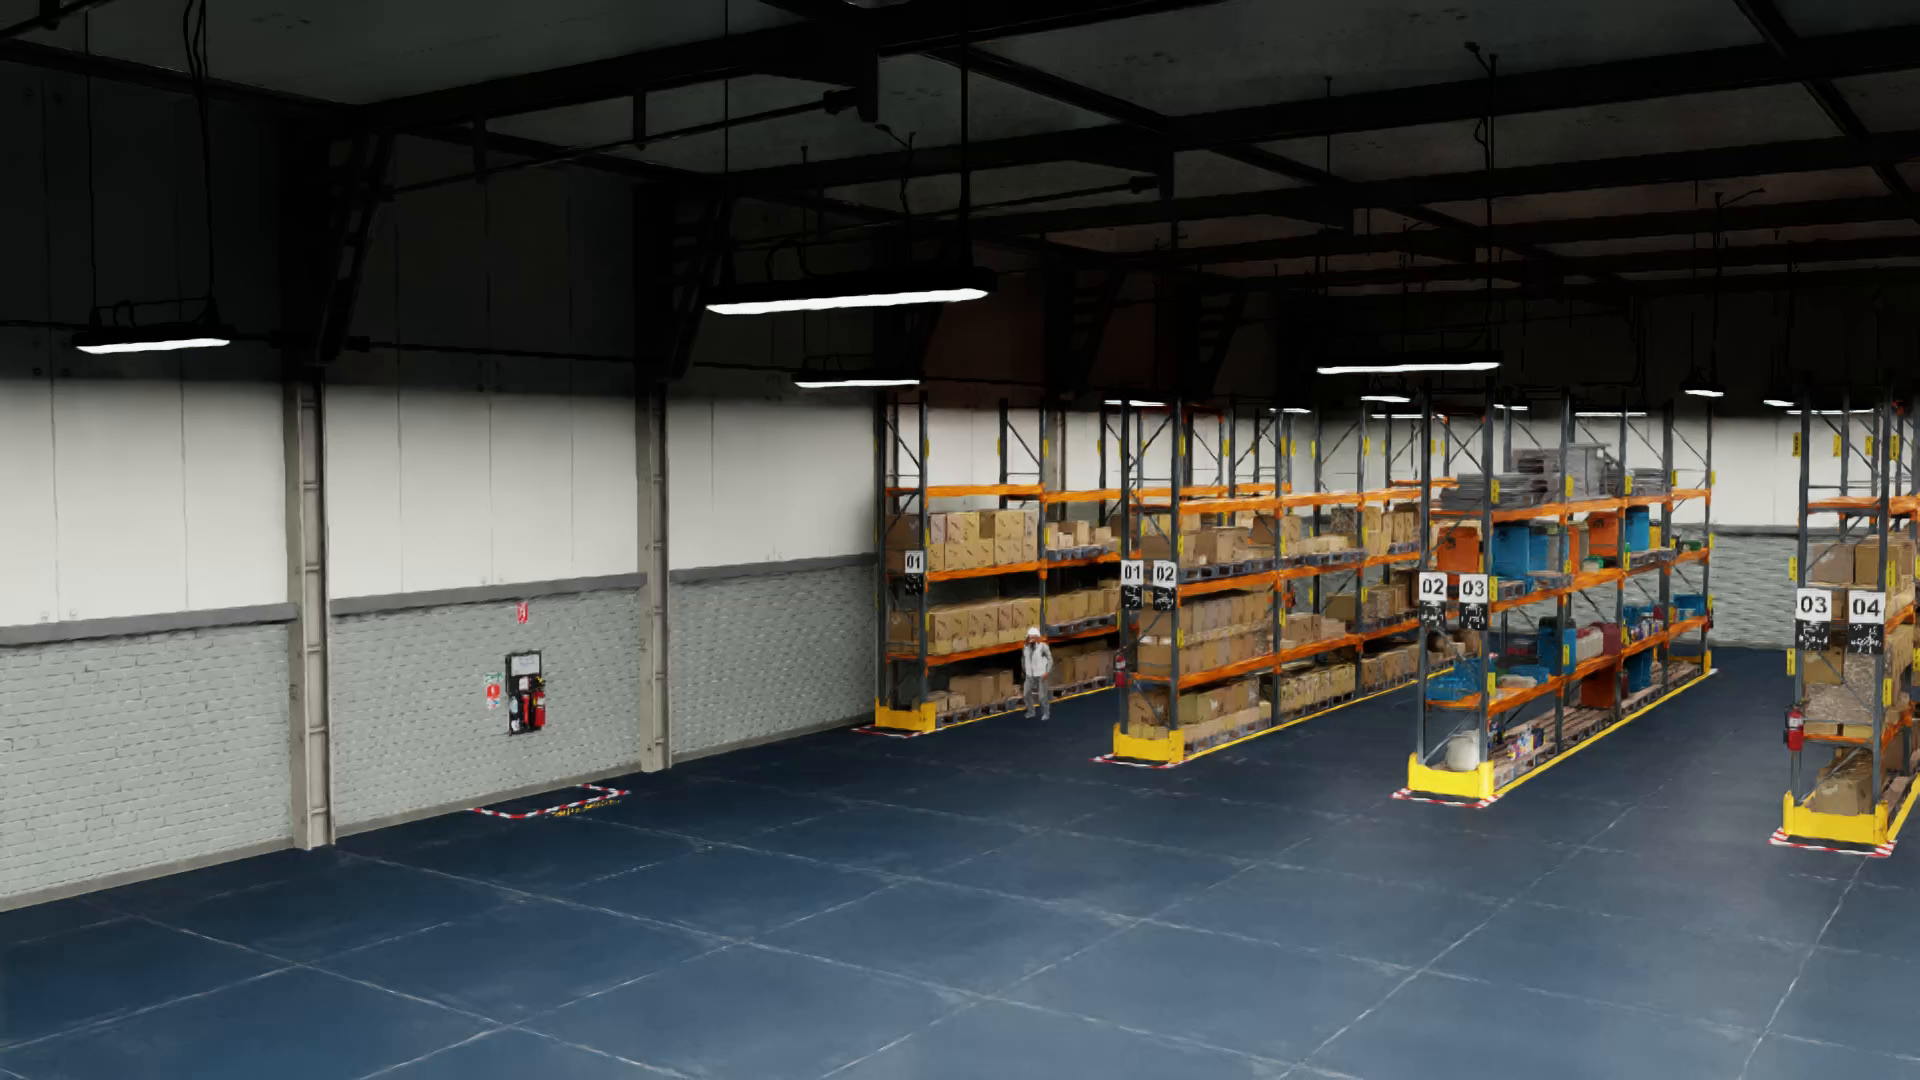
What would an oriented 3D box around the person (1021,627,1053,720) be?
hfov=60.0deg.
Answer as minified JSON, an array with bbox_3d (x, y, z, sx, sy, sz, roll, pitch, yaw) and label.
[{"bbox_3d":[1.398,2.451,30.554,0.677,1.726,0.574,2,4,32],"label":"person"}]
